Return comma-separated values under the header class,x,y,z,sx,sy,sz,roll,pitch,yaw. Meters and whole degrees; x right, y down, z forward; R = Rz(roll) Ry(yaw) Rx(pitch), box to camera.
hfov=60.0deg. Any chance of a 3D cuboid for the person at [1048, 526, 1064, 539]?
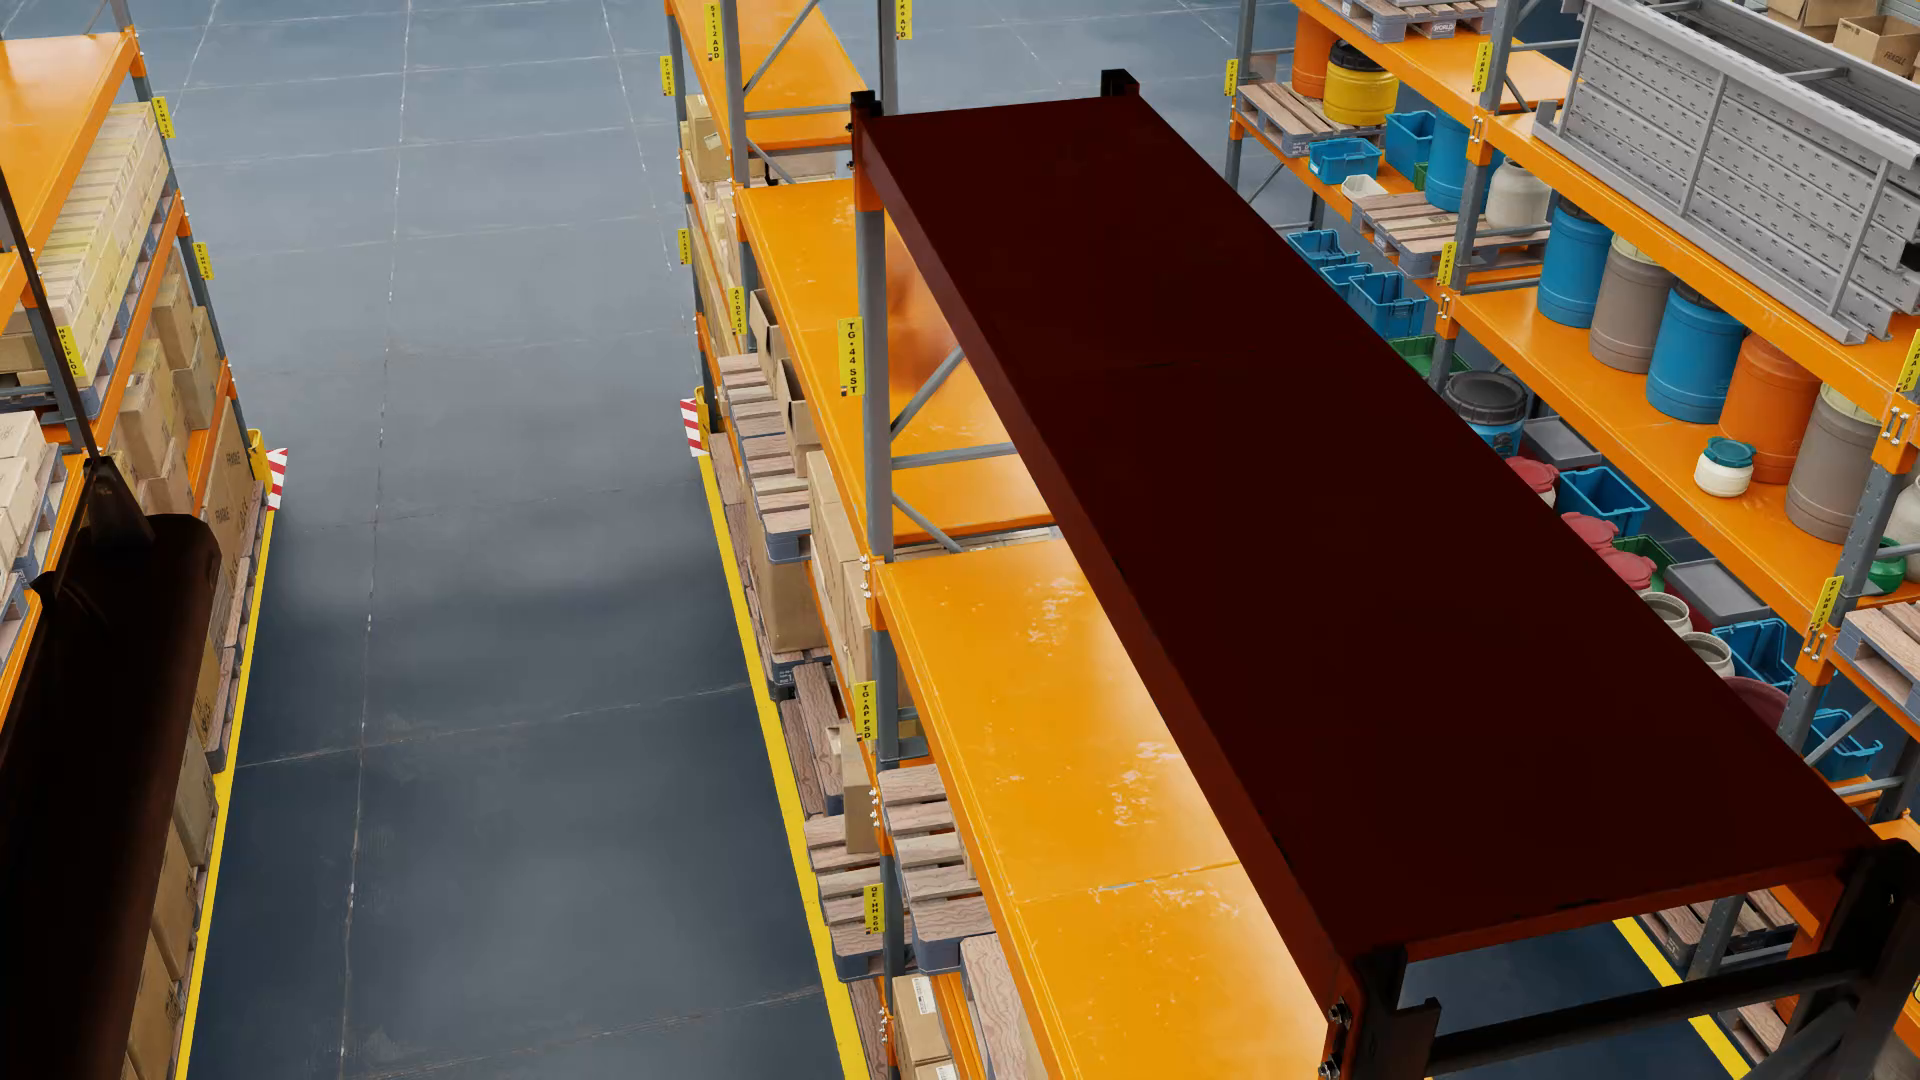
class,x,y,z,sx,sy,sz,roll,pitch,yaw
person,0.710,0.098,12.392,0.675,1.846,0.829,-16,37,-21
